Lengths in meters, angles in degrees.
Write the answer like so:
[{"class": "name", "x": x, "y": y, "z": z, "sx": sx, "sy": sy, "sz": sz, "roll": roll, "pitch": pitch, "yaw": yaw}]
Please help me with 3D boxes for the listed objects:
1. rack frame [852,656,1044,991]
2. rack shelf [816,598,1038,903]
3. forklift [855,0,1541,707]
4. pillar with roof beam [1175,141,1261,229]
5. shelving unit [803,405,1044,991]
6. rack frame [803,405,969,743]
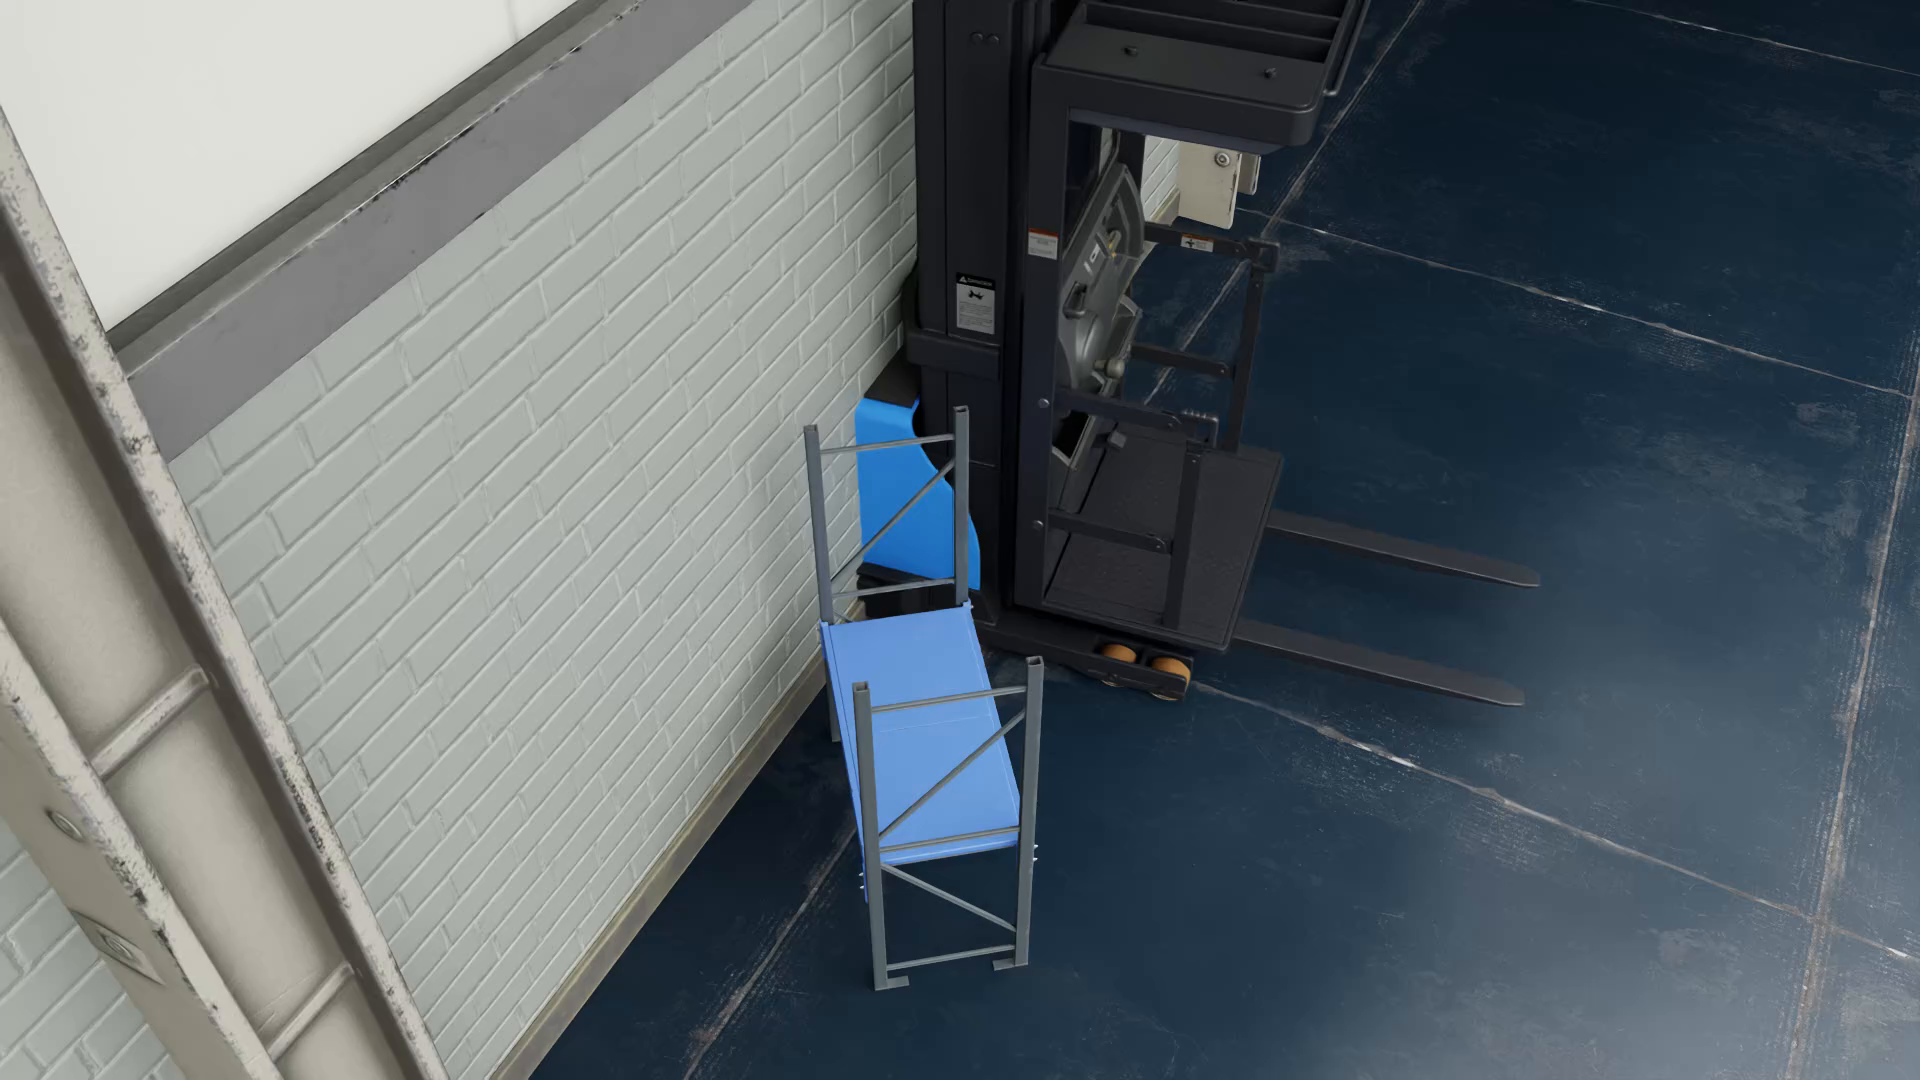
[{"class": "rack frame", "x": -0.030, "y": 0.873, "z": 4.833, "sx": 0.500, "sy": 1.500, "sz": 0.032, "roll": -8, "pitch": 46, "yaw": -8}, {"class": "rack shelf", "x": -0.125, "y": 0.644, "z": 5.312, "sx": 0.538, "sy": 0.185, "sz": 1.000, "roll": -8, "pitch": 46, "yaw": -8}, {"class": "forklift", "x": 0.664, "y": -0.865, "z": 5.544, "sx": 3.031, "sy": 2.935, "sz": 1.130, "roll": 14, "pitch": 47, "yaw": 13}, {"class": "pillar with roof beam", "x": 5.105, "y": -3.463, "z": 3.846, "sx": 9.100, "sy": 9.000, "sz": 0.400, "roll": 20, "pitch": 49, "yaw": 19}, {"class": "shelving unit", "x": -0.125, "y": 0.518, "z": 5.184, "sx": 0.538, "sy": 1.500, "sz": 1.048, "roll": -8, "pitch": 46, "yaw": -8}, {"class": "rack frame", "x": -0.221, "y": 0.163, "z": 5.535, "sx": 0.500, "sy": 1.500, "sz": 0.032, "roll": -8, "pitch": 46, "yaw": -8}]
